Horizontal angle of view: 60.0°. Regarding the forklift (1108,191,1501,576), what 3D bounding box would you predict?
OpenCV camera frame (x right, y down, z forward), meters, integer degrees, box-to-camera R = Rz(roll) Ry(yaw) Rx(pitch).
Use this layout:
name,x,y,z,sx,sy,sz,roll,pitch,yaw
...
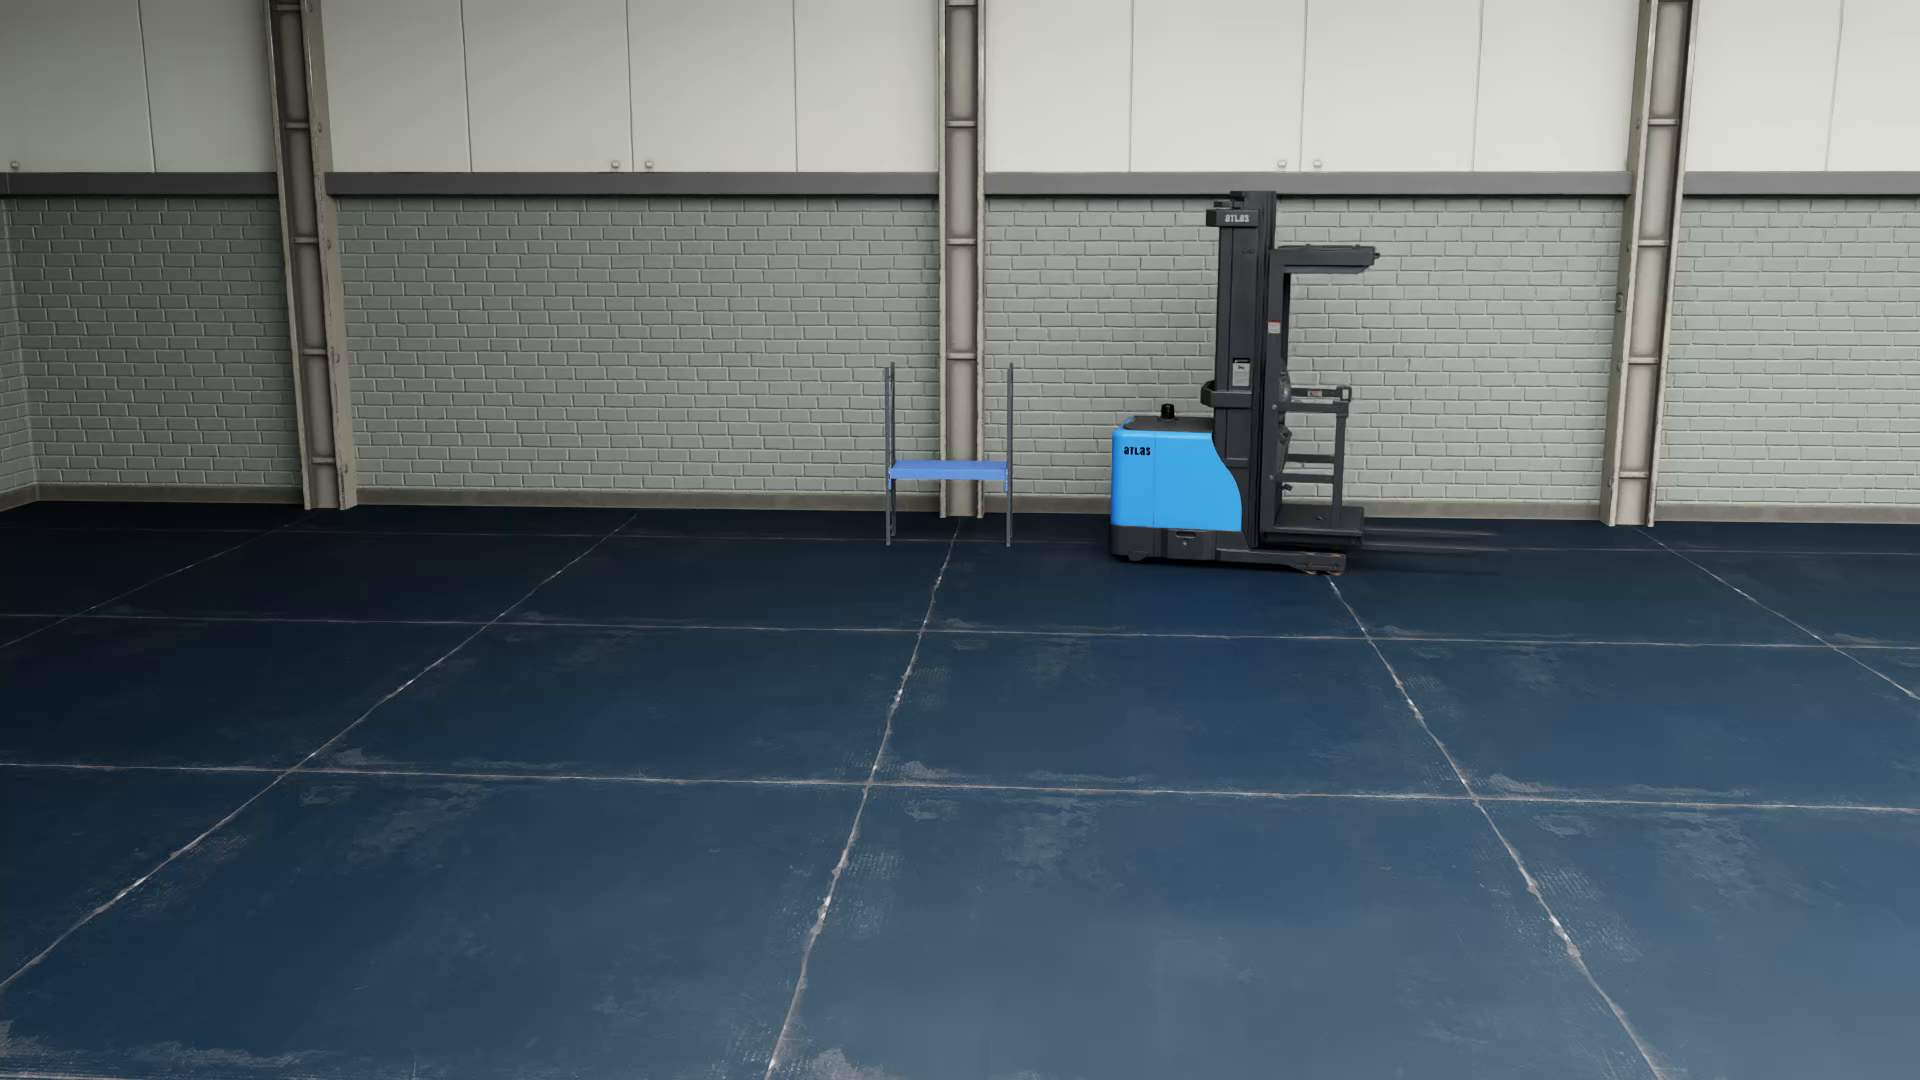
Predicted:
name,x,y,z,sx,sy,sz,roll,pitch,yaw
forklift,2.773,-1.277,13.216,3.031,2.935,1.130,3,12,14

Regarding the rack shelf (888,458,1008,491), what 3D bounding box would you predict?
name,x,y,z,sx,sy,sz,roll,pitch,yaw
rack shelf,-0.085,-0.559,14.157,1.000,0.185,0.538,1,12,4

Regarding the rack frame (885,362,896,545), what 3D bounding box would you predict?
name,x,y,z,sx,sy,sz,roll,pitch,yaw
rack frame,-0.592,-0.742,14.153,0.032,1.500,0.500,1,12,4

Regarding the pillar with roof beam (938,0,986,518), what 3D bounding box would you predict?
name,x,y,z,sx,sy,sz,roll,pitch,yaw
pillar with roof beam,-0.267,-3.761,10.269,0.400,9.000,9.100,1,12,4

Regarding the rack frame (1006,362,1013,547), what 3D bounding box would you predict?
name,x,y,z,sx,sy,sz,roll,pitch,yaw
rack frame,0.422,-0.728,14.087,0.032,1.500,0.500,1,12,4

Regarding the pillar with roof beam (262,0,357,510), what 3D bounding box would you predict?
name,x,y,z,sx,sy,sz,roll,pitch,yaw
pillar with roof beam,-6.254,-3.843,10.662,0.400,9.000,9.100,1,12,4

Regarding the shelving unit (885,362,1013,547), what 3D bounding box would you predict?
name,x,y,z,sx,sy,sz,roll,pitch,yaw
shelving unit,-0.085,-0.735,14.120,1.048,1.500,0.538,1,12,4

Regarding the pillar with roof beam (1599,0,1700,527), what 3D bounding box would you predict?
name,x,y,z,sx,sy,sz,roll,pitch,yaw
pillar with roof beam,5.719,-3.679,9.877,0.400,9.000,9.100,1,12,4
